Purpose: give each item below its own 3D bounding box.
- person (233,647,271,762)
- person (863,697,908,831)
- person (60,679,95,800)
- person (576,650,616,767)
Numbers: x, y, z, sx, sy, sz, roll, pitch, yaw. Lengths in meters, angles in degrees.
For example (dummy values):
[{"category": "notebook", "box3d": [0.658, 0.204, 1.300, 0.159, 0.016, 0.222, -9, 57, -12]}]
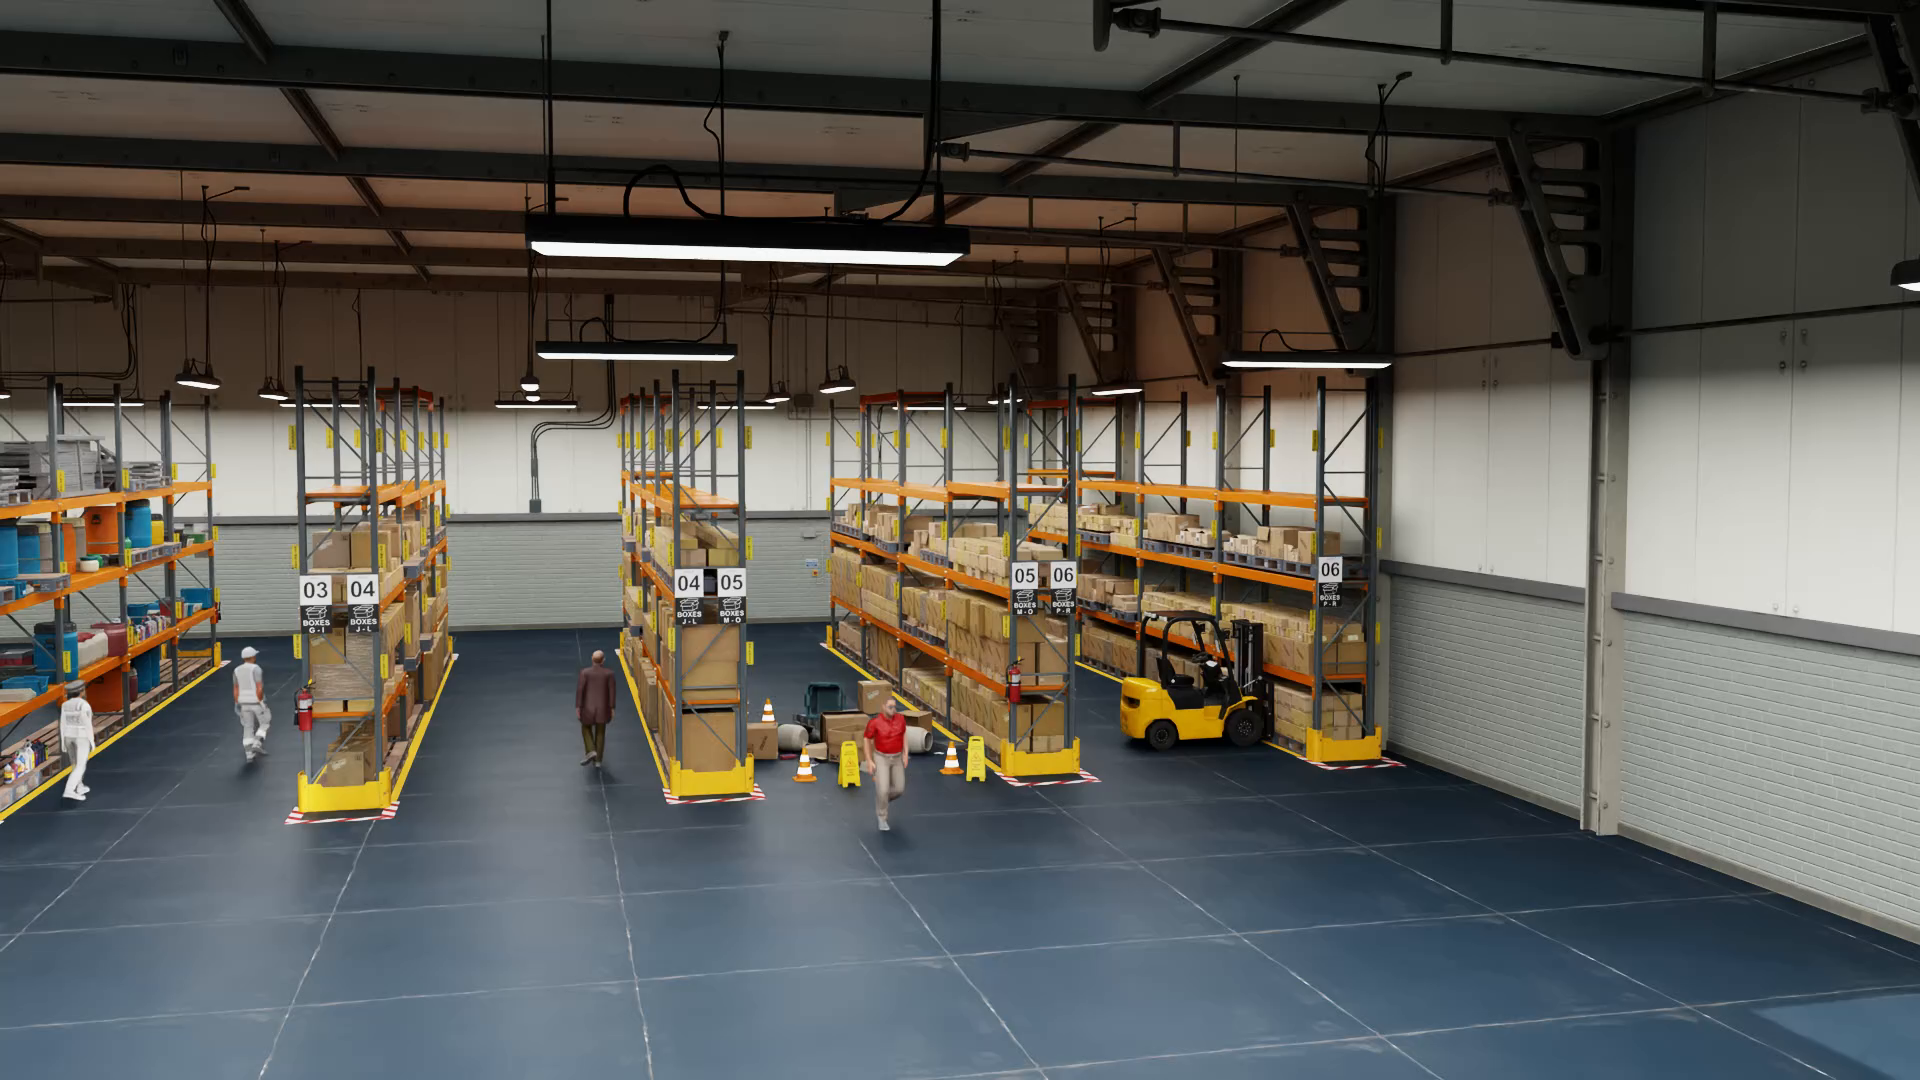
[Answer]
[{"category": "person", "box3d": [-11.058, 2.561, 25.918, 0.577, 1.781, 0.526, 0, 3, -4]}, {"category": "person", "box3d": [-0.987, 2.868, 21.618, 0.634, 1.713, 0.632, -2, 4, -31]}, {"category": "person", "box3d": [-12.290, 2.784, 23.145, 0.560, 1.657, 0.911, 0, 3, 7]}, {"category": "person", "box3d": [-5.576, 2.583, 25.478, 0.613, 1.776, 0.533, -1, 4, -13]}]
